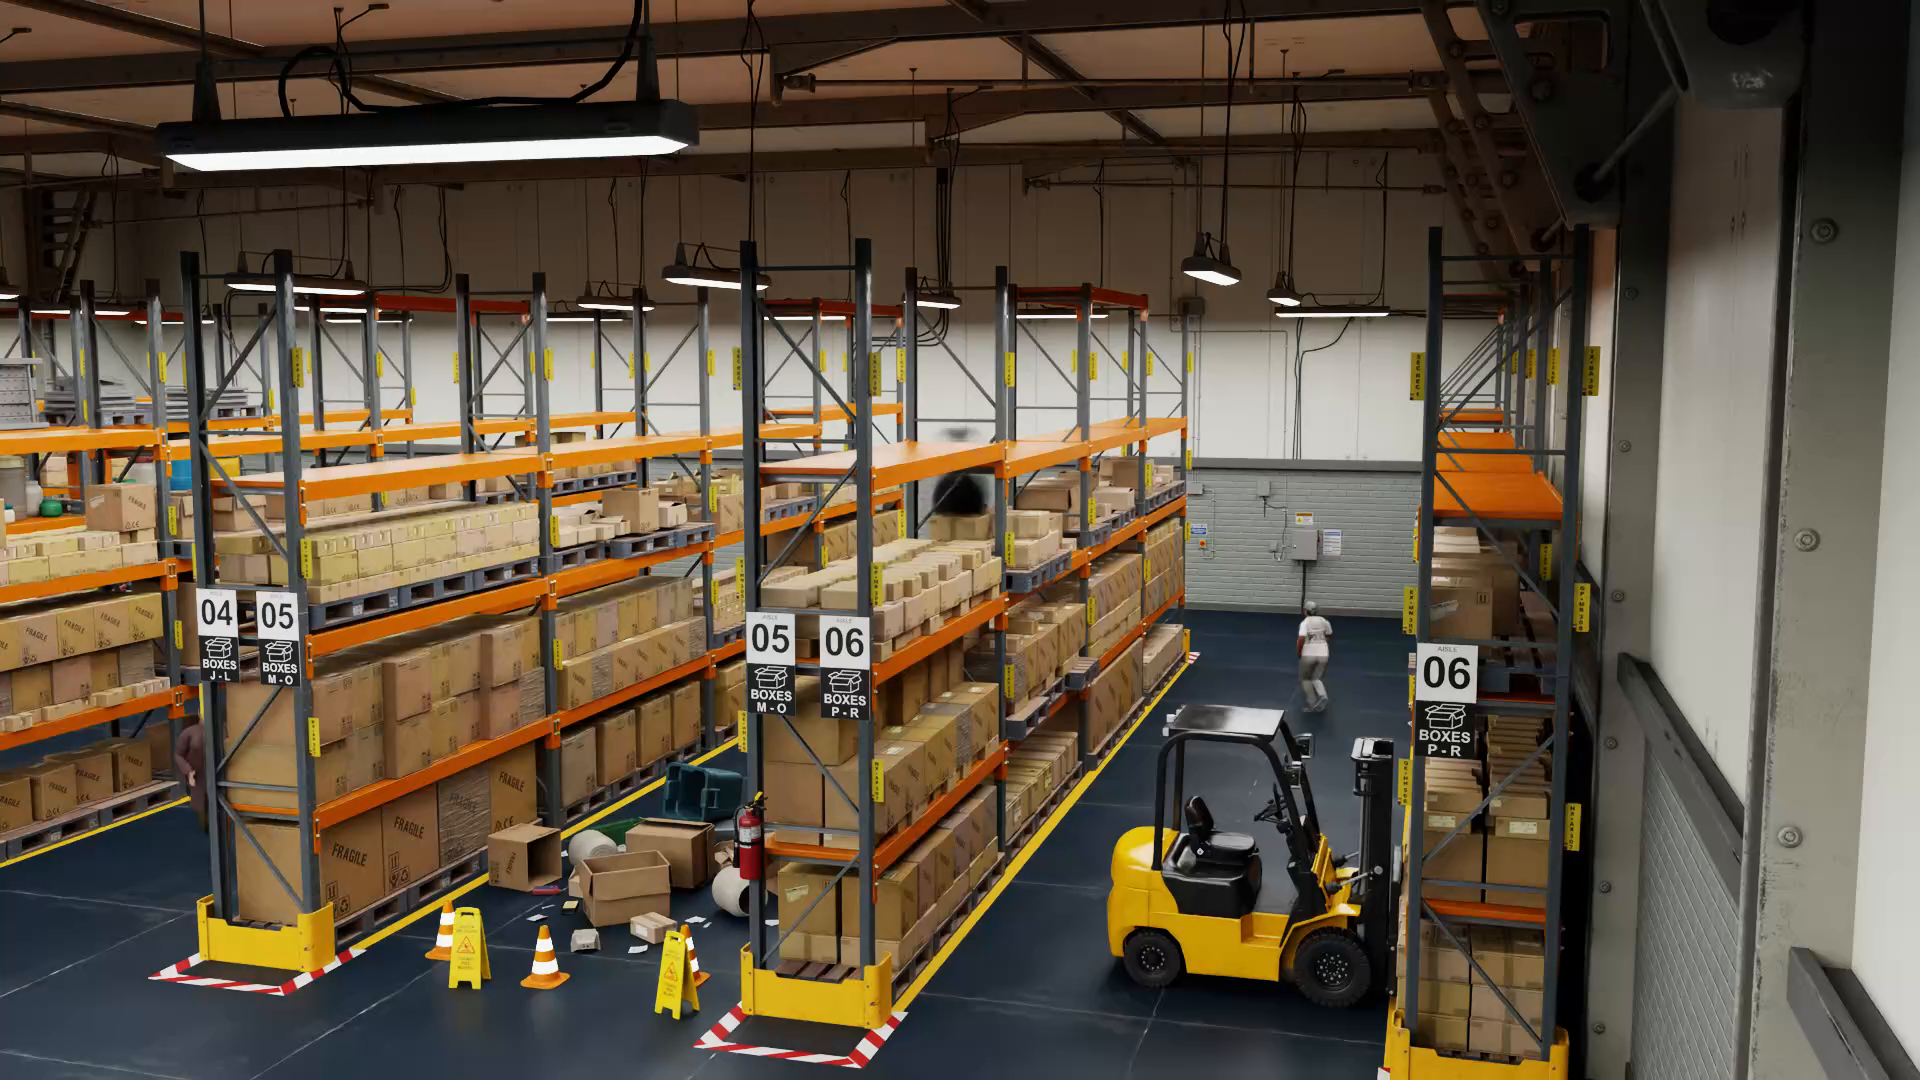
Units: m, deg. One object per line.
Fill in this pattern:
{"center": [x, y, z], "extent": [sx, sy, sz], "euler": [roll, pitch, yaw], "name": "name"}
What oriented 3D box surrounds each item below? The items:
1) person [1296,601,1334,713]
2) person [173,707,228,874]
{"center": [5.110, 1.714, 23.836], "extent": [0.609, 1.635, 0.685], "euler": [-1, 7, -12], "name": "person"}
{"center": [-7.512, 2.493, 16.762], "extent": [0.704, 1.639, 0.830], "euler": [-1, 6, -9], "name": "person"}
